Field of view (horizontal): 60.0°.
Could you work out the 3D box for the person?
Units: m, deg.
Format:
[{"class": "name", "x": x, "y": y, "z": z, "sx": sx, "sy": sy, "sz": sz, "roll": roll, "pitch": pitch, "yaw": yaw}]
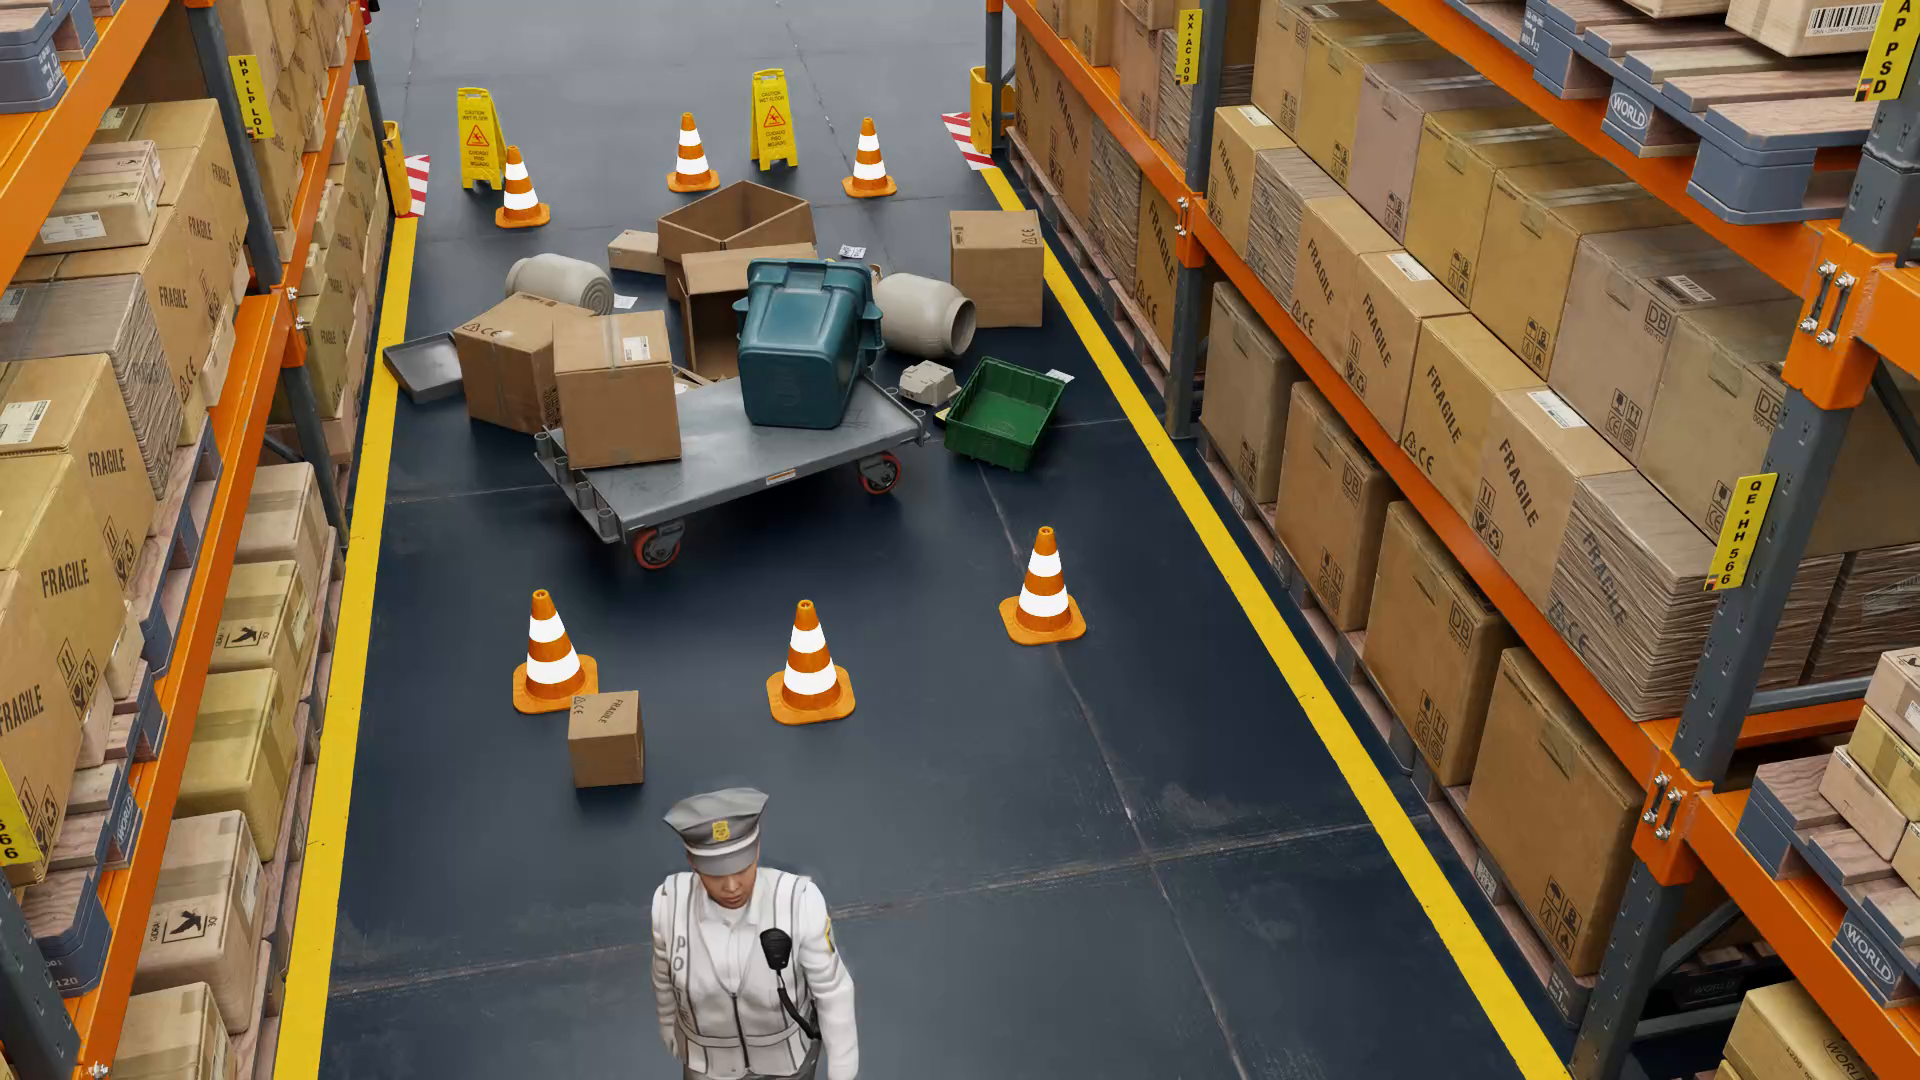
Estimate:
[{"class": "person", "x": -0.516, "y": 1.314, "z": 4.182, "sx": 0.521, "sy": 1.634, "sz": 0.981, "roll": -3, "pitch": 35, "yaw": -5}]
